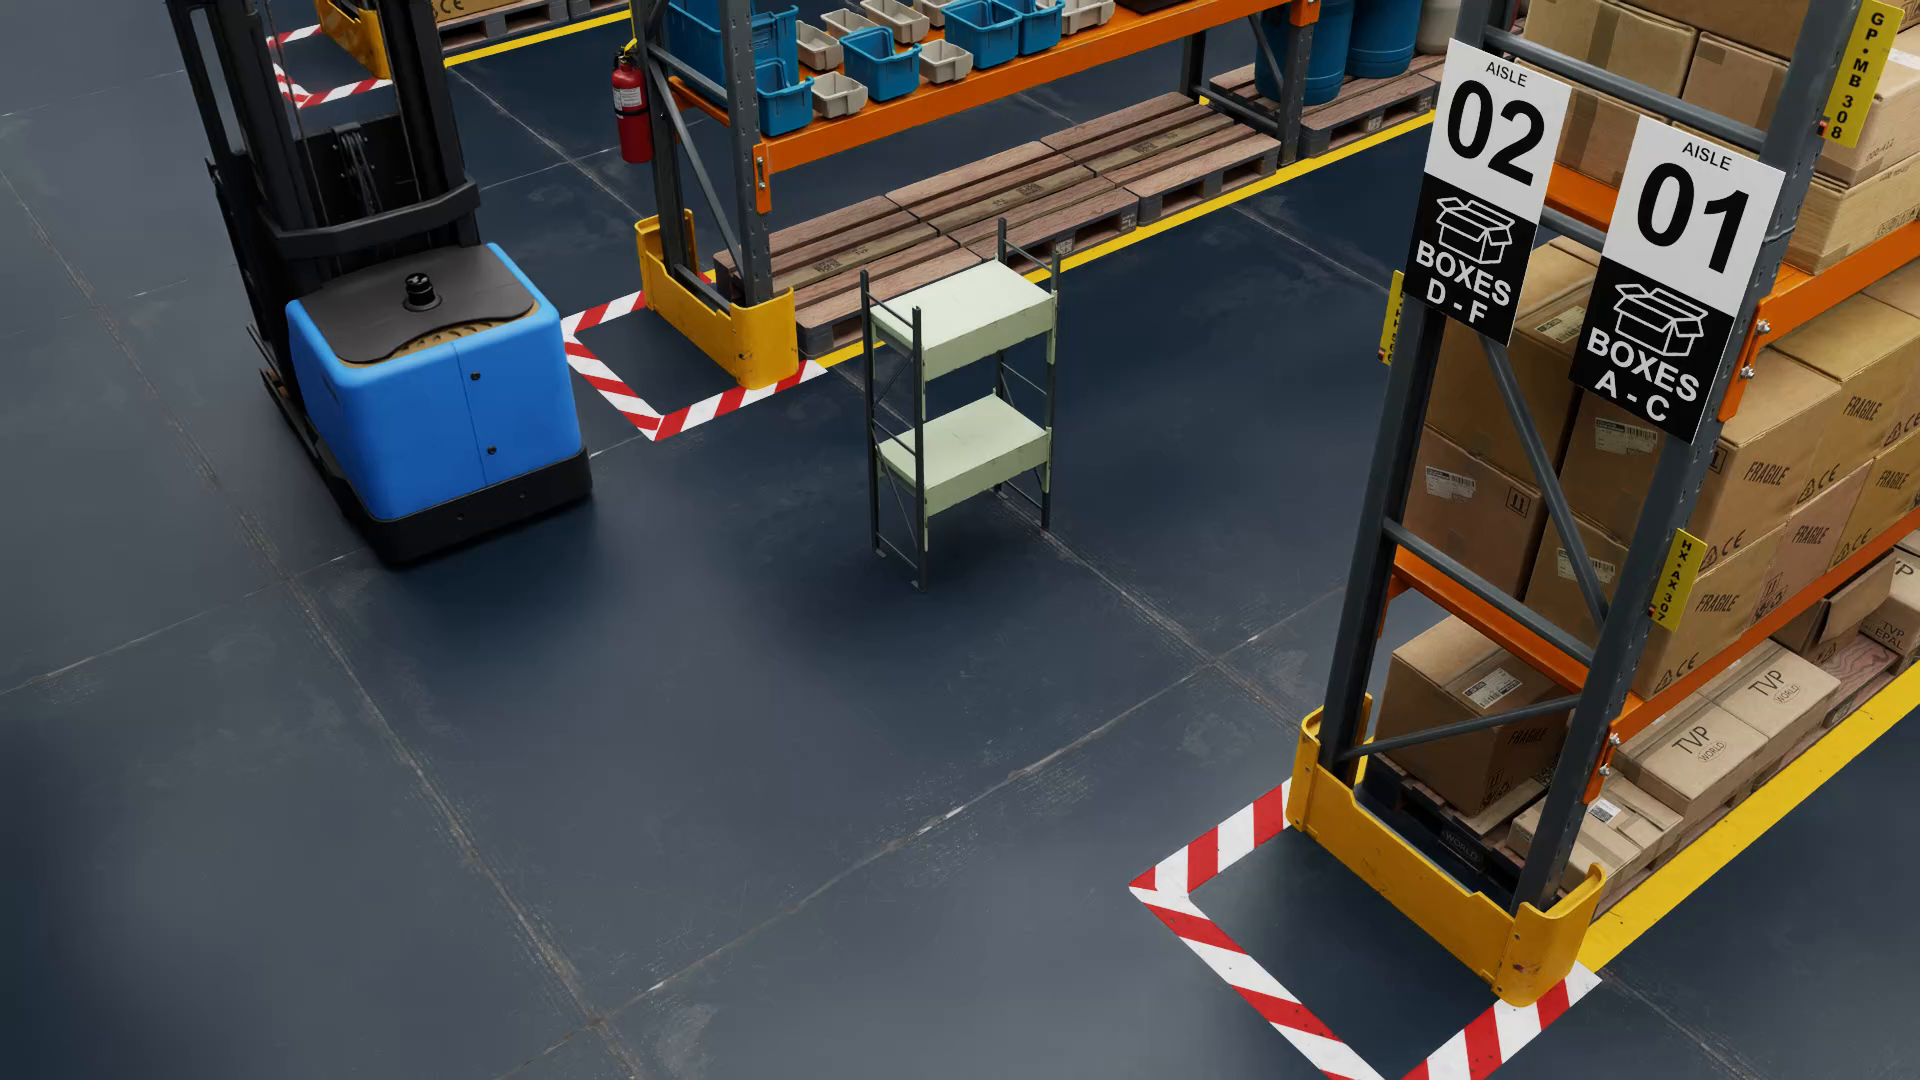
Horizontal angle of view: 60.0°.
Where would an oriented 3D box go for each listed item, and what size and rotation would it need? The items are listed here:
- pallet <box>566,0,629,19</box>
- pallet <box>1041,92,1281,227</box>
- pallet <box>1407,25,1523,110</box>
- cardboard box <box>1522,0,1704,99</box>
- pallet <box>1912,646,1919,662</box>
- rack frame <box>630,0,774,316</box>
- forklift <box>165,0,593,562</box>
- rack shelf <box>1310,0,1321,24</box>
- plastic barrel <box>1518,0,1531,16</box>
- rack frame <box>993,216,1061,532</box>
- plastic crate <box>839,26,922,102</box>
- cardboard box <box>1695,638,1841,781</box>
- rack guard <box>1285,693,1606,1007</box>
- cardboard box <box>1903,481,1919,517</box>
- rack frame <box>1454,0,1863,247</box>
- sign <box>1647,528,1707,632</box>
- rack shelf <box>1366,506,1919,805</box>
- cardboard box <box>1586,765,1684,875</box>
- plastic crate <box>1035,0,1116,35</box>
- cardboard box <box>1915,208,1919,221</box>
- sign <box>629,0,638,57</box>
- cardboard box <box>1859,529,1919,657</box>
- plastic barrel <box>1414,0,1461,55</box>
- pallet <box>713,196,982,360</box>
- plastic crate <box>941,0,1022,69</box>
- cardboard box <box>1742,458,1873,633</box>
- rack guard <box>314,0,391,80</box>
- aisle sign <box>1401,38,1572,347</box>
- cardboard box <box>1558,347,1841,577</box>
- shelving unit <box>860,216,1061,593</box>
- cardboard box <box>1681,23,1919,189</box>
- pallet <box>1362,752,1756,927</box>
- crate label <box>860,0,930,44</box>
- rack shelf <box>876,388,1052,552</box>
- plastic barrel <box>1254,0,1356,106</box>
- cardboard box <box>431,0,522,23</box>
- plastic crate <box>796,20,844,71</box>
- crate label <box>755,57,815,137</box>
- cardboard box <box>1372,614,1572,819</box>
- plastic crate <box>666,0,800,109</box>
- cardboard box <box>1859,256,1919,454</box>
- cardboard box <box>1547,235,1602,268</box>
[{"bbox_3d":[-2.791,-4.546,13.258,1.213,0.211,1.003,-26,46,-28],"label":"pallet"},{"bbox_3d":[1.286,-2.480,10.740,1.213,0.211,1.003,-26,46,-28],"label":"pallet"},{"bbox_3d":[3.451,-3.535,12.026,1.213,0.211,1.003,-26,46,-28],"label":"pallet"},{"bbox_3d":[1.941,-1.445,4.639,0.500,0.250,0.500,-26,46,-28],"label":"cardboard box"},{"bbox_3d":[4.316,-0.026,7.749,1.213,0.211,1.003,-26,46,-28],"label":"pallet"},{"bbox_3d":[-1.326,-2.316,8.341,0.127,3.000,1.000,-26,46,-28],"label":"rack frame"},{"bbox_3d":[-3.026,-1.931,7.927,1.130,2.935,3.031,-23,45,-25],"label":"forklift"},{"bbox_3d":[3.431,-4.356,11.396,4.000,0.370,1.077,-26,46,-28],"label":"rack shelf"},{"bbox_3d":[4.246,-4.147,12.204,0.421,0.512,0.421,0,39,0],"label":"plastic barrel"},{"bbox_3d":[0.295,-0.724,7.583,0.023,1.500,0.400,-26,46,-28],"label":"rack frame"},{"bbox_3d":[-0.408,-2.458,8.600,0.300,0.233,0.416,-26,46,-28],"label":"plastic crate"},{"bbox_3d":[3.086,0.616,6.589,0.500,0.250,0.500,-26,46,-28],"label":"cardboard box"},{"bbox_3d":[1.750,1.114,6.132,0.348,0.500,1.175,-26,46,-28],"label":"rack guard"},{"bbox_3d":[3.405,-0.488,6.034,0.500,0.500,0.500,-25,46,-28],"label":"cardboard box"},{"bbox_3d":[1.689,-2.143,3.400,0.127,3.000,1.000,-26,46,-28],"label":"rack frame"},{"bbox_3d":[2.020,0.115,4.696,0.005,0.325,0.100,-26,46,-28],"label":"sign"},{"bbox_3d":[3.275,-0.318,6.473,4.000,0.370,1.077,-26,46,-28],"label":"rack shelf"},{"bbox_3d":[2.429,1.016,6.166,0.250,0.166,0.380,-26,46,-28],"label":"cardboard box"},{"bbox_3d":[0.648,-2.959,9.286,0.466,0.136,0.293,-26,46,-28],"label":"plastic crate"},{"bbox_3d":[2.656,-1.182,4.713,0.500,0.250,0.500,-26,46,-28],"label":"cardboard box"},{"bbox_3d":[-1.674,-2.649,8.619,0.005,0.325,0.100,-26,46,-28],"label":"sign"},{"bbox_3d":[3.987,0.153,7.105,0.500,0.311,0.500,-26,46,-28],"label":"cardboard box"},{"bbox_3d":[3.351,-3.711,11.672,0.421,0.512,0.421,0,39,0],"label":"plastic barrel"},{"bbox_3d":[-0.649,-1.537,9.590,1.213,0.211,1.003,-26,46,-28],"label":"pallet"},{"bbox_3d":[0.114,-2.713,8.910,0.300,0.233,0.416,-26,46,-28],"label":"plastic crate"},{"bbox_3d":[2.608,-0.103,5.565,0.500,0.500,0.500,-26,46,-28],"label":"cardboard box"},{"bbox_3d":[-4.363,-3.831,12.159,0.348,0.500,1.175,-26,46,-28],"label":"rack guard"},{"bbox_3d":[1.448,-0.956,4.634,0.004,0.787,0.394,-26,46,-28],"label":"aisle sign"},{"bbox_3d":[2.202,-0.287,5.002,0.500,0.500,0.500,-25,45,-27],"label":"cardboard box"},{"bbox_3d":[0.005,-0.582,7.411,0.755,1.500,0.431,-26,46,-28],"label":"shelving unit"},{"bbox_3d":[2.255,-1.186,4.323,0.500,0.250,0.500,-26,46,-28],"label":"cardboard box"},{"bbox_3d":[2.381,0.917,6.599,1.213,0.211,1.003,-26,46,-28],"label":"pallet"},{"bbox_3d":[-0.345,-2.868,9.175,0.243,0.136,0.396,-26,46,-28],"label":"crate label"},{"bbox_3d":[0.005,-0.330,7.618,0.720,0.370,0.431,-26,46,-28],"label":"rack shelf"},{"bbox_3d":[2.287,-3.414,11.004,0.708,0.901,0.600,-26,46,-28],"label":"plastic barrel"},{"bbox_3d":[-3.886,-4.435,12.269,0.875,0.875,0.875,-26,46,-28],"label":"cardboard box"},{"bbox_3d":[-0.790,-2.643,8.901,0.243,0.136,0.396,-26,46,-28],"label":"plastic crate"},{"bbox_3d":[-0.930,-2.204,8.290,0.303,0.233,0.416,-26,46,-28],"label":"crate label"},{"bbox_3d":[1.970,0.639,6.363,0.500,0.500,0.500,-26,46,-28],"label":"cardboard box"},{"bbox_3d":[-1.174,-2.576,8.583,0.499,0.435,0.616,-26,46,-28],"label":"plastic crate"},{"bbox_3d":[3.011,-0.684,5.485,0.500,0.500,0.500,-25,46,-28],"label":"cardboard box"},{"bbox_3d":[2.275,-0.754,5.571,0.500,0.500,0.500,-25,45,-27],"label":"cardboard box"}]
